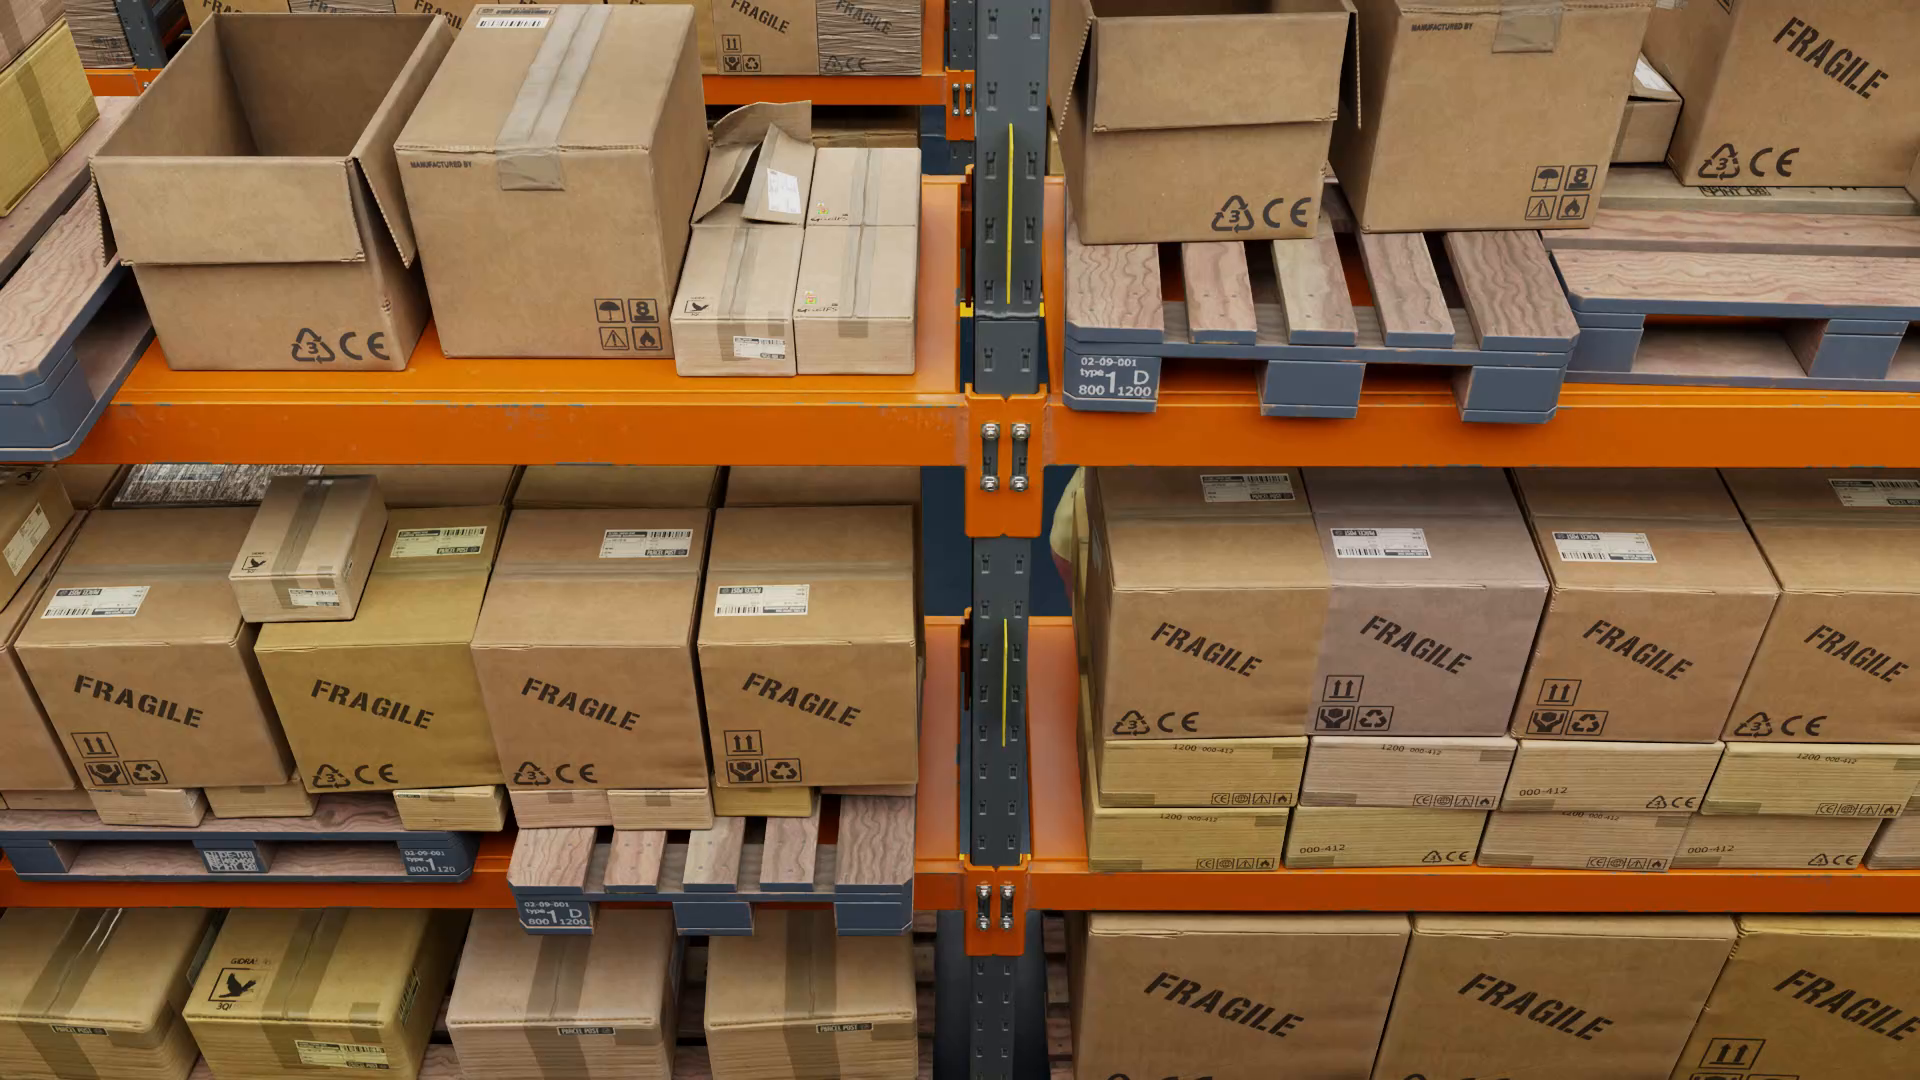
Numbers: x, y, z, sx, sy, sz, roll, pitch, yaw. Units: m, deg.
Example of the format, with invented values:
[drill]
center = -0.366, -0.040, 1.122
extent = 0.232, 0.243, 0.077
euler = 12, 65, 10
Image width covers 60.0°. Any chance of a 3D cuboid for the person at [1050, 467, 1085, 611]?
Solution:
[person]
center = 0.599, 0.024, 6.161
extent = 0.527, 1.639, 0.407
euler = 6, 40, 7
